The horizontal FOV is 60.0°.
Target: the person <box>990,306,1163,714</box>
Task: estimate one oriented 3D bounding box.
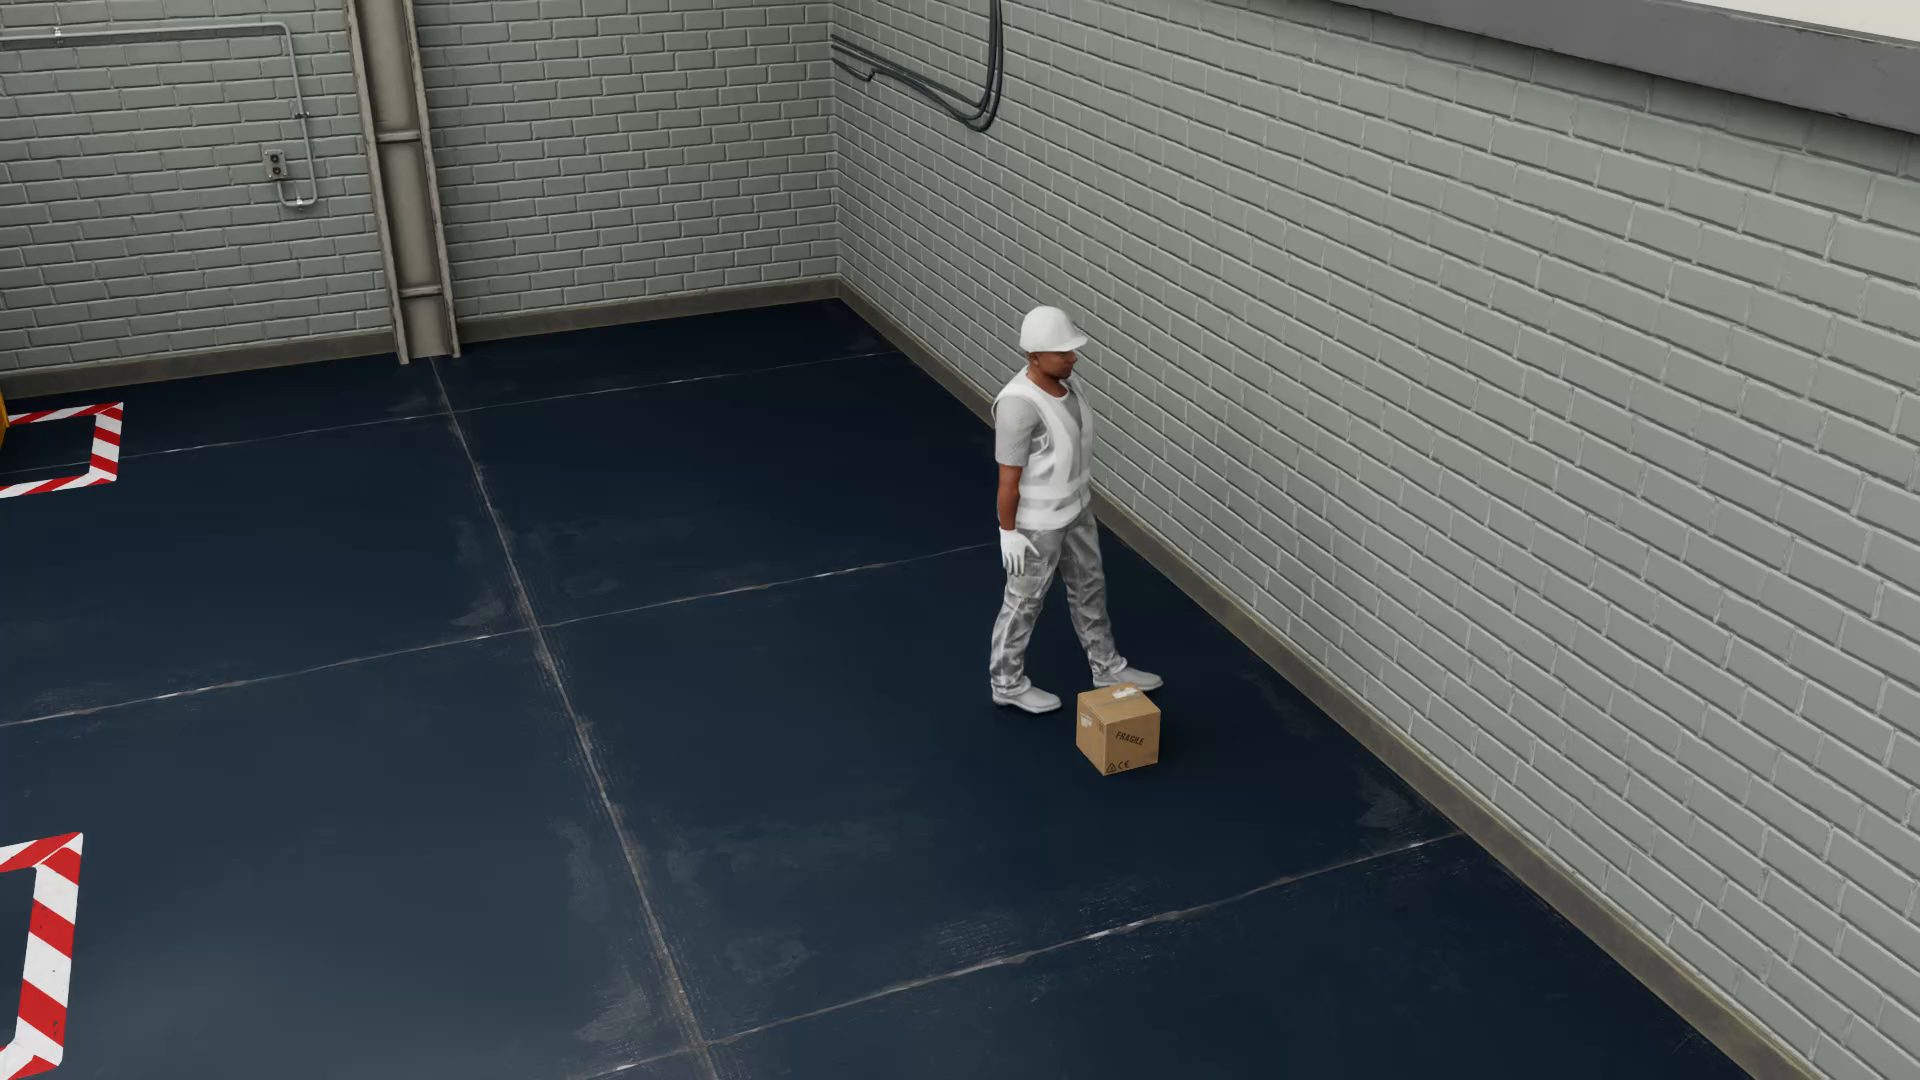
[{"bbox_3d":[0.471,-0.087,6.747,0.662,1.782,0.589,12,28,24],"label":"person"}]
